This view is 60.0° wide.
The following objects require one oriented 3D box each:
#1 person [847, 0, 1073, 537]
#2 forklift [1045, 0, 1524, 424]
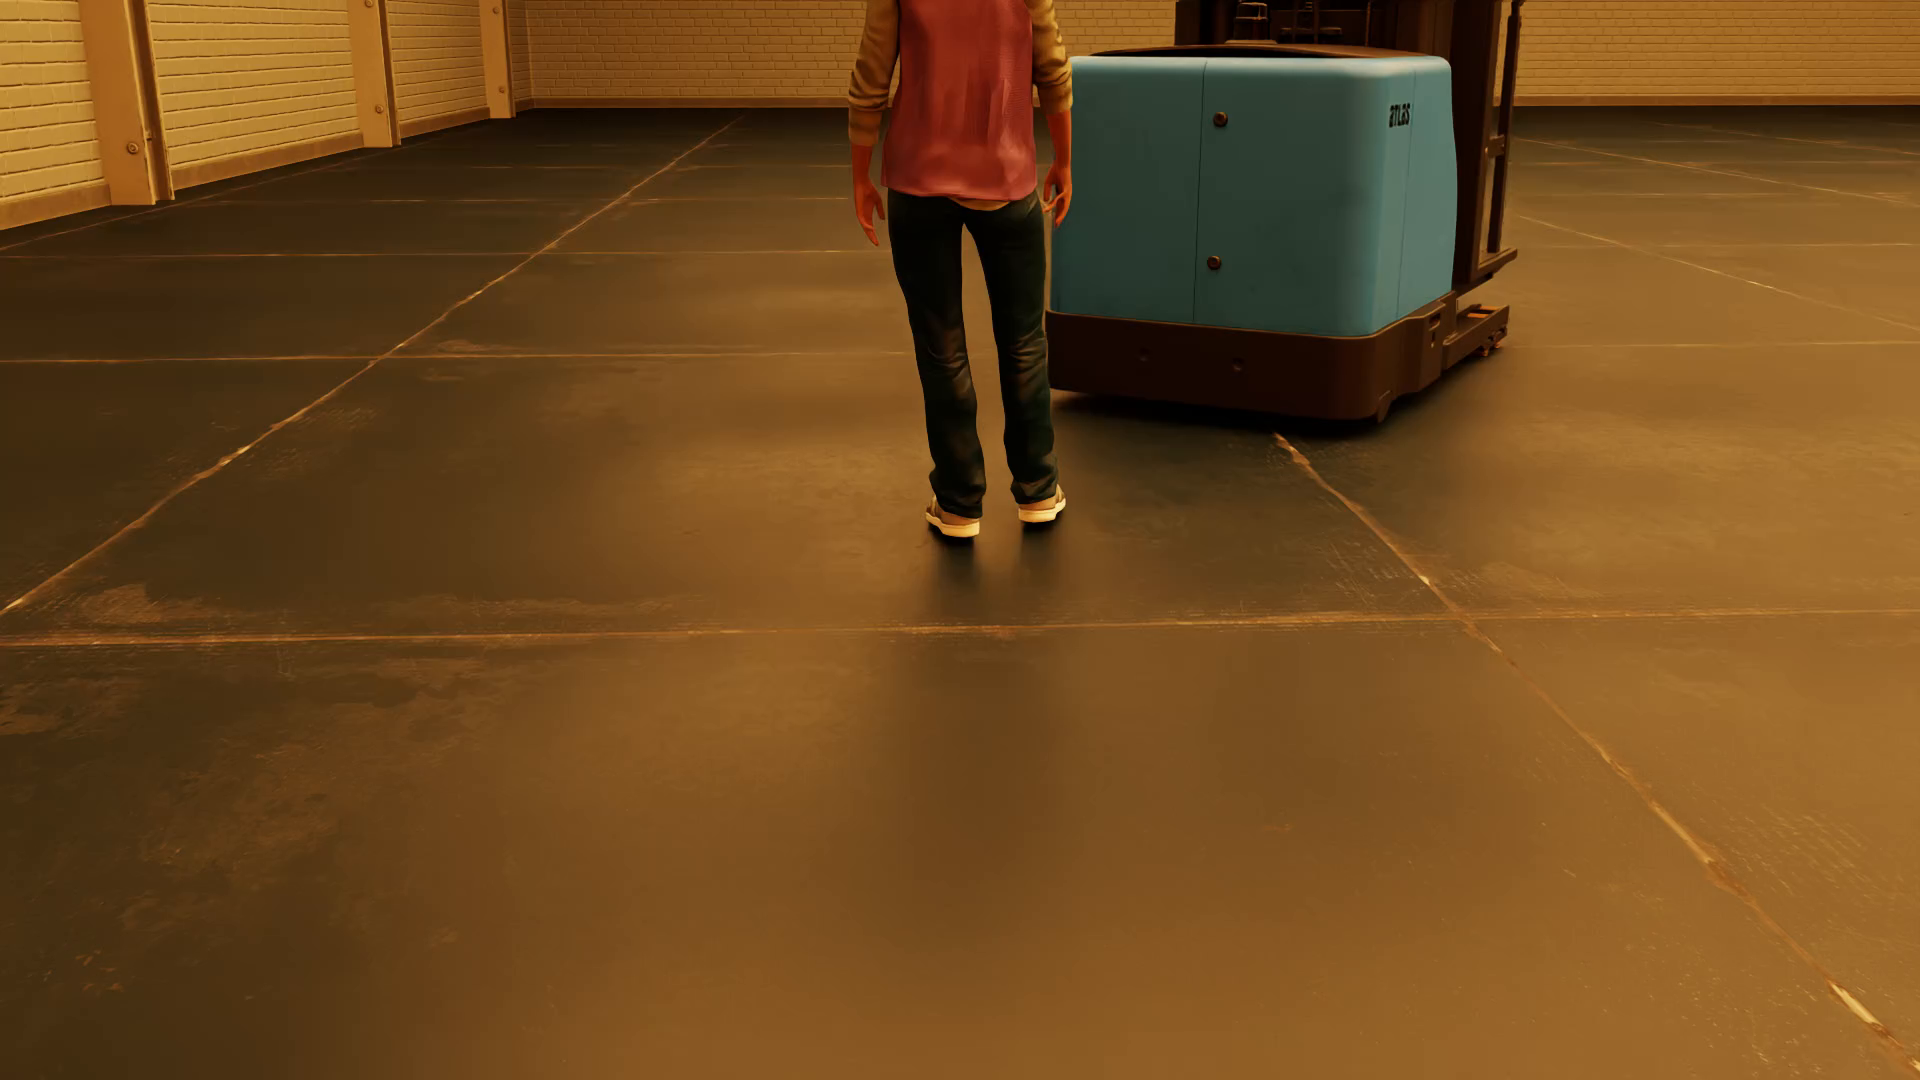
[{"bbox_3d":[0.010,-0.792,3.753,0.520,1.596,0.475,-1,17,-3],"label":"person"},{"bbox_3d":[1.422,-2.128,5.864,1.130,2.935,3.031,9,19,28],"label":"forklift"}]
